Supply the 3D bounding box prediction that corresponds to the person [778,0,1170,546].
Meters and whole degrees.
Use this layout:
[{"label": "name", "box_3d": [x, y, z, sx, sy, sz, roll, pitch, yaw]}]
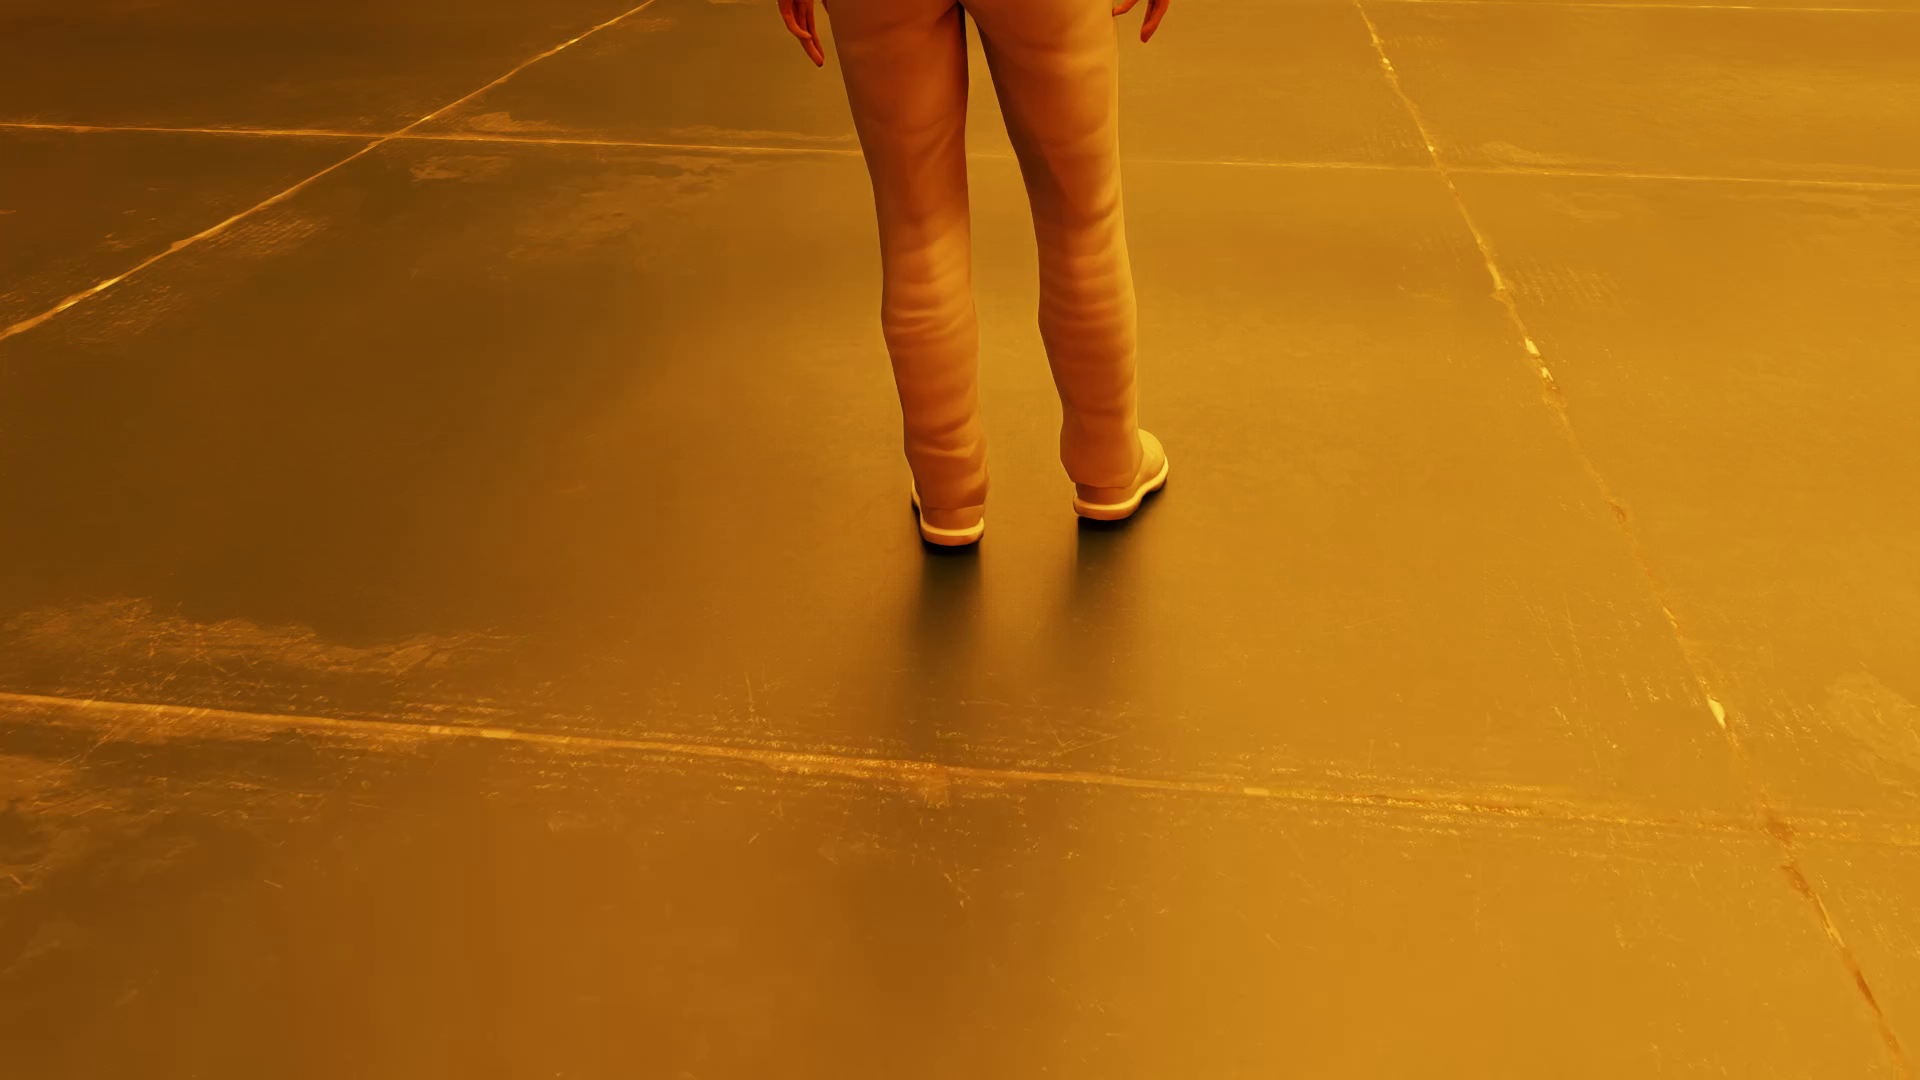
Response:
[{"label": "person", "box_3d": [0.030, -0.796, 2.182, 0.569, 1.695, 0.530, 3, 27, 7]}]
